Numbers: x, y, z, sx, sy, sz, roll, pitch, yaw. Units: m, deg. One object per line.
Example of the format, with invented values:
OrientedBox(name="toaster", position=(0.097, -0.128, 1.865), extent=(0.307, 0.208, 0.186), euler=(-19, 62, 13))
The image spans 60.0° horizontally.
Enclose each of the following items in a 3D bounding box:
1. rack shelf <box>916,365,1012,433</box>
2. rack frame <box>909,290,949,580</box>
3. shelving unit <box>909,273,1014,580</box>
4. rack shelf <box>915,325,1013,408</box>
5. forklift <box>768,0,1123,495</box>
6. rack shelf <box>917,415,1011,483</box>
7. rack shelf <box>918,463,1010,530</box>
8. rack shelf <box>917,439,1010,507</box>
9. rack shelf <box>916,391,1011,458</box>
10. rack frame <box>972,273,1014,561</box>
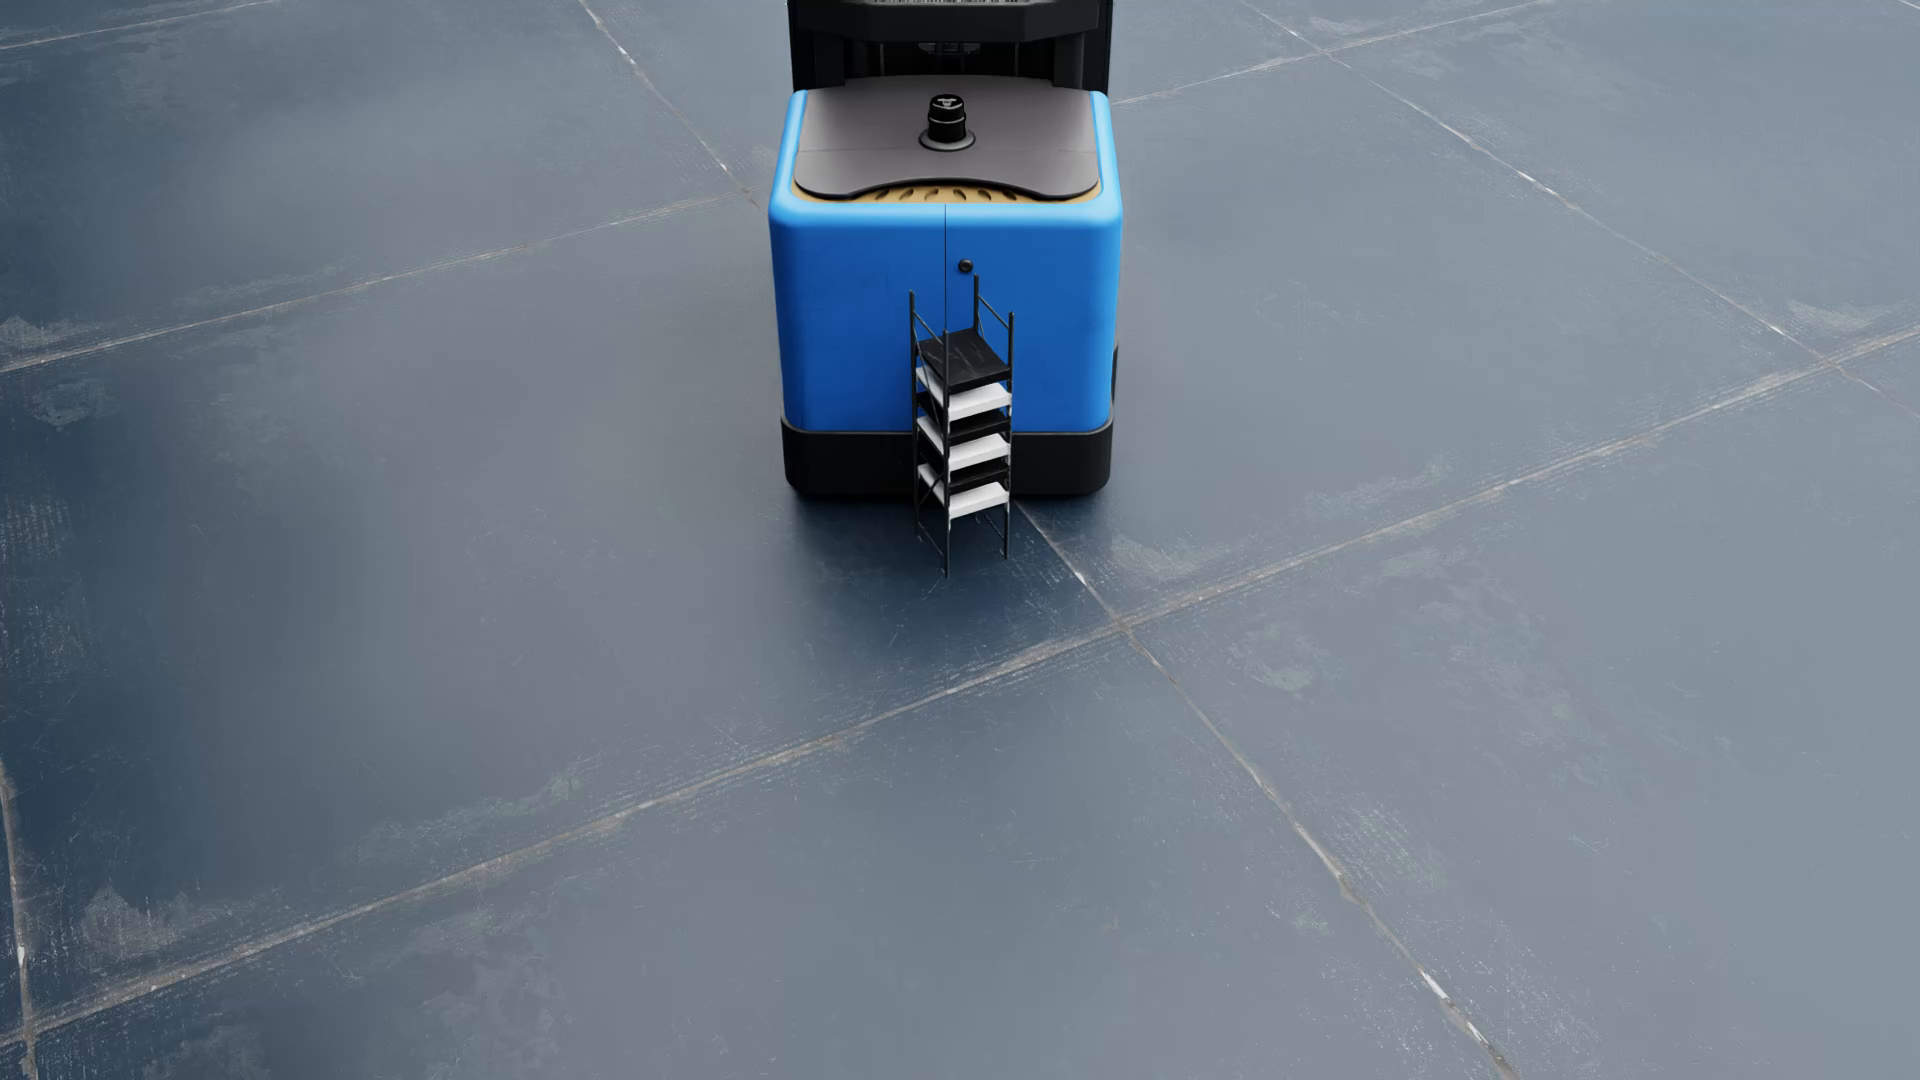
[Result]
OrientedBox(name="rack shelf", position=(0.003, -0.433, 4.838), extent=(0.200, 0.077, 0.258), euler=(-17, 43, -19))
OrientedBox(name="rack frame", position=(-0.088, -0.292, 4.899), extent=(0.006, 0.900, 0.240), euler=(-17, 43, -19))
OrientedBox(name="shelving unit", position=(0.003, -0.321, 4.933), extent=(0.210, 0.900, 0.258), euler=(-17, 43, -19))
OrientedBox(name="rack shelf", position=(0.003, -0.502, 4.780), extent=(0.200, 0.077, 0.258), euler=(-17, 43, -19))
OrientedBox(name="forklift", position=(-0.030, -2.188, 5.567), extent=(1.130, 2.935, 3.031), euler=(0, 40, 0))
OrientedBox(name="rack shelf", position=(0.003, -0.296, 4.954), extent=(0.200, 0.077, 0.258), euler=(-17, 43, -19))
OrientedBox(name="rack shelf", position=(0.003, -0.158, 5.071), extent=(0.200, 0.077, 0.258), euler=(-17, 43, -19))
OrientedBox(name="rack shelf", position=(0.003, -0.227, 5.012), extent=(0.200, 0.077, 0.258), euler=(-17, 43, -19))
OrientedBox(name="rack shelf", position=(0.003, -0.364, 4.896), extent=(0.200, 0.077, 0.258), euler=(-17, 43, -19))
OrientedBox(name="rack frame", position=(0.095, -0.350, 4.967), extent=(0.006, 0.900, 0.240), euler=(-17, 43, -19))
